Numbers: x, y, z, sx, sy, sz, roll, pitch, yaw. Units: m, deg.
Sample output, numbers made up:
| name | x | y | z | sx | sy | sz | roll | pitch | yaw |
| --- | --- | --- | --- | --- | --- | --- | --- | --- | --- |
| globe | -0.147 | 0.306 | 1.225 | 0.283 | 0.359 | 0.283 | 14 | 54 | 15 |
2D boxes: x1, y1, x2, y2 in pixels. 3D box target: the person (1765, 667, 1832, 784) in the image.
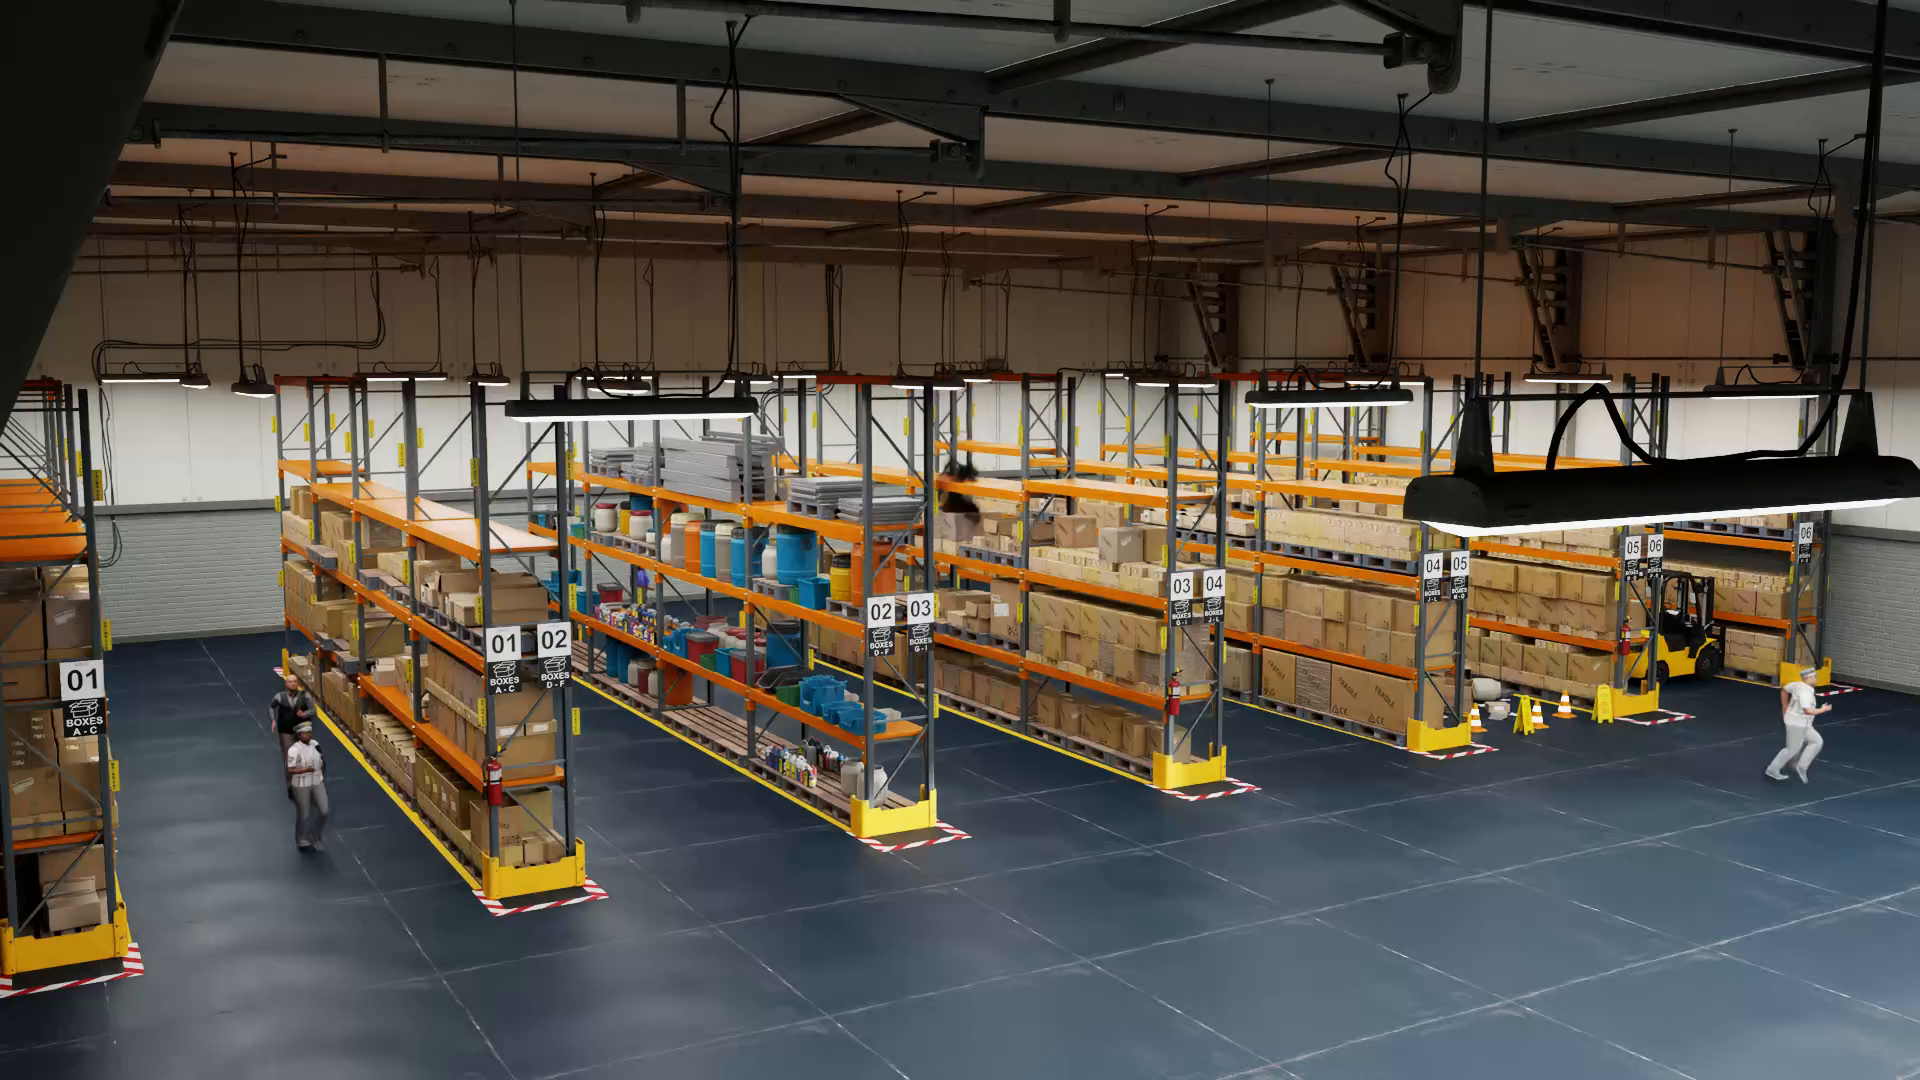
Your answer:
| name | x | y | z | sx | sy | sz | roll | pitch | yaw |
| --- | --- | --- | --- | --- | --- | --- | --- | --- | --- |
| person | 12.486 | 2.756 | 24.741 | 0.840 | 1.788 | 0.691 | 2 | 7 | 22 |

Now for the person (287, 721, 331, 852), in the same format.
| name | x | y | z | sx | sy | sz | roll | pitch | yaw |
| --- | --- | --- | --- | --- | --- | --- | --- | --- | --- |
| person | -8.337 | 3.167 | 21.342 | 0.664 | 1.722 | 0.554 | 6 | 8 | 43 |

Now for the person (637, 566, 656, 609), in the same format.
| name | x | y | z | sx | sy | sz | roll | pitch | yaw |
| --- | --- | --- | --- | --- | --- | --- | --- | --- | --- |
| person | -7.352 | 1.297 | 38.663 | 0.580 | 1.609 | 0.576 | -2 | 7 | -21 |

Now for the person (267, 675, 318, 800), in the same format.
| name | x | y | z | sx | sy | sz | roll | pitch | yaw |
| --- | --- | --- | --- | --- | --- | --- | --- | --- | --- |
| person | -9.655 | 2.813 | 24.113 | 0.645 | 1.734 | 0.894 | -3 | 7 | -29 |
